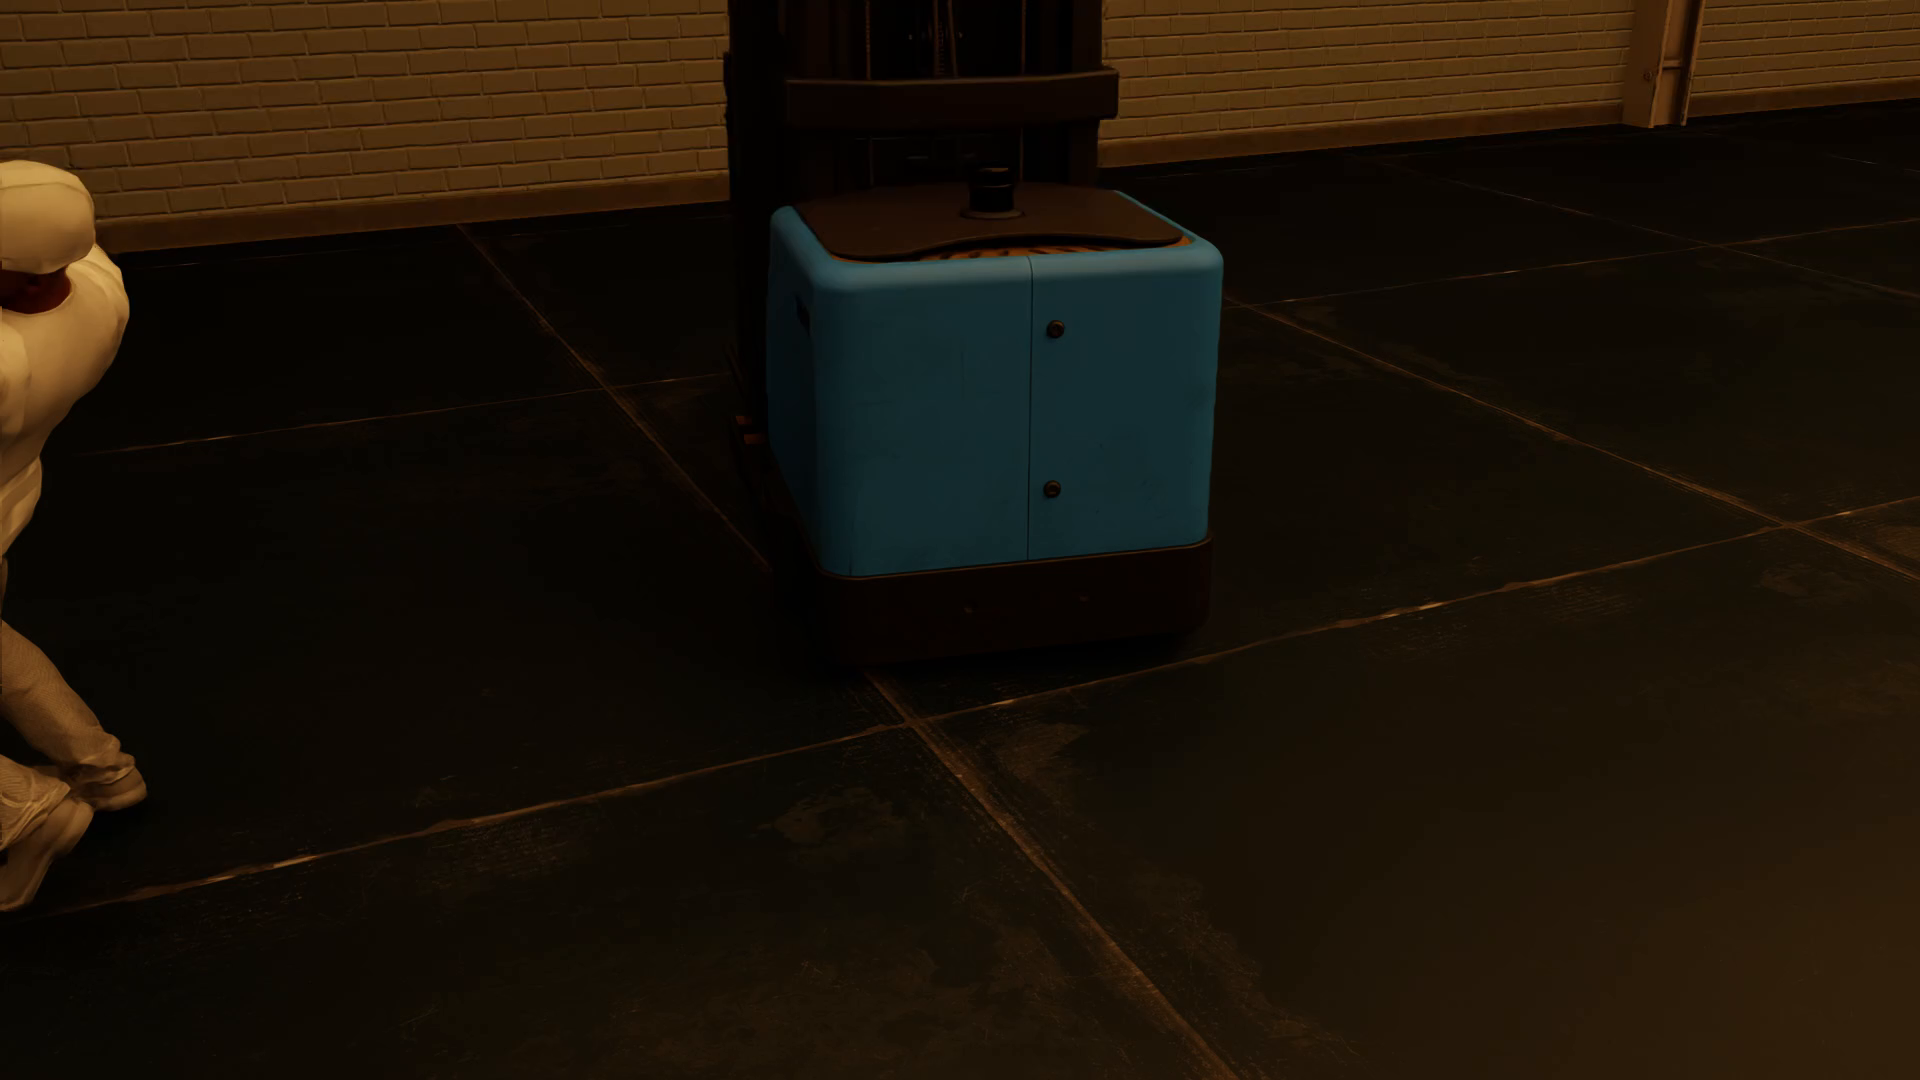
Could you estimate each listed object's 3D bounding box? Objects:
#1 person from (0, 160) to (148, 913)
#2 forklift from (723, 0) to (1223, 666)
[{"bbox_3d":[-1.897,-0.158,3.326,0.702,1.622,1.089,-2,23,-4],"label":"person"},{"bbox_3d":[-0.185,-1.574,5.074,1.130,2.935,3.031,-5,23,-13],"label":"forklift"}]
